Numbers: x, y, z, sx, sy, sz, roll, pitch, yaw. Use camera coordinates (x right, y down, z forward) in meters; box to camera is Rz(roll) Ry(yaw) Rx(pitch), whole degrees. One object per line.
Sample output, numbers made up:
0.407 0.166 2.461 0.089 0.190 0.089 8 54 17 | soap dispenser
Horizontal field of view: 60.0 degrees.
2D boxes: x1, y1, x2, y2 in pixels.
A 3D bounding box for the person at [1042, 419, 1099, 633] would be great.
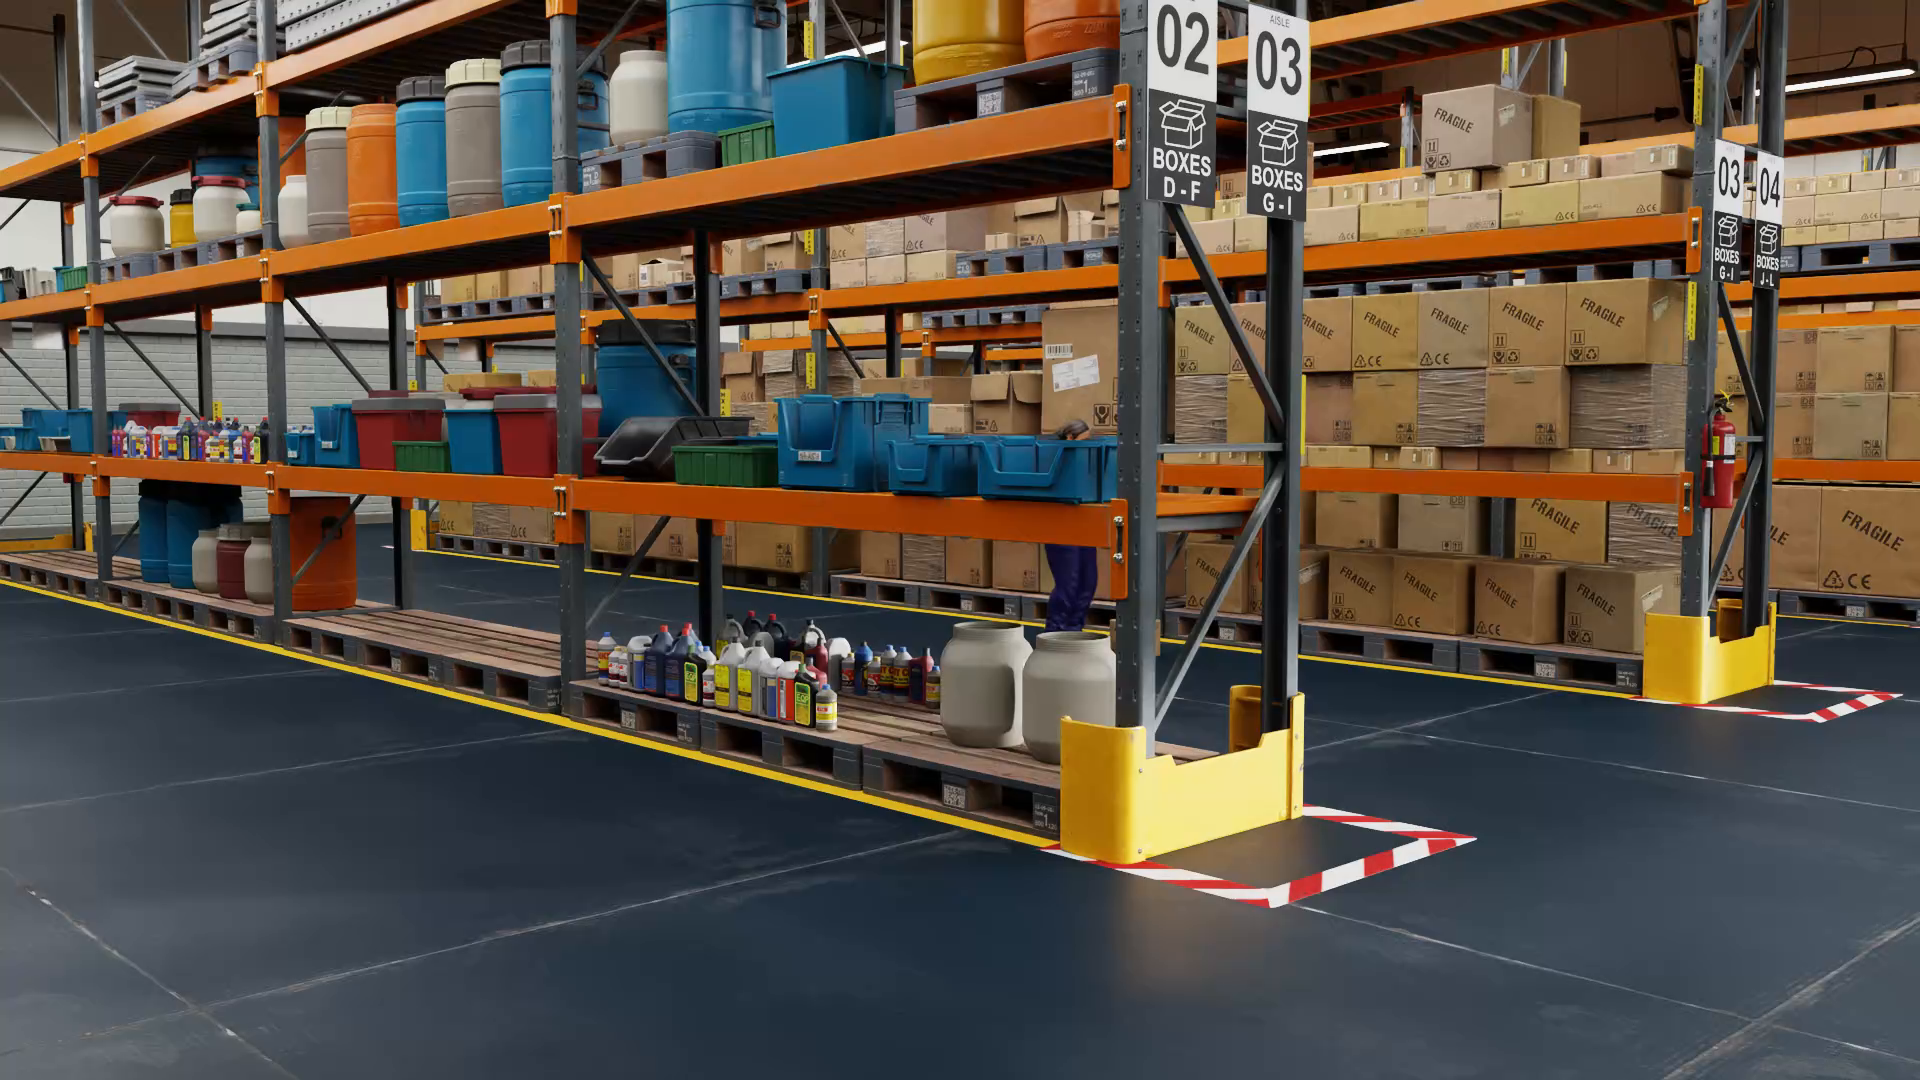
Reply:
0.786 -0.030 11.707 0.338 1.640 0.476 2 5 31 | person
